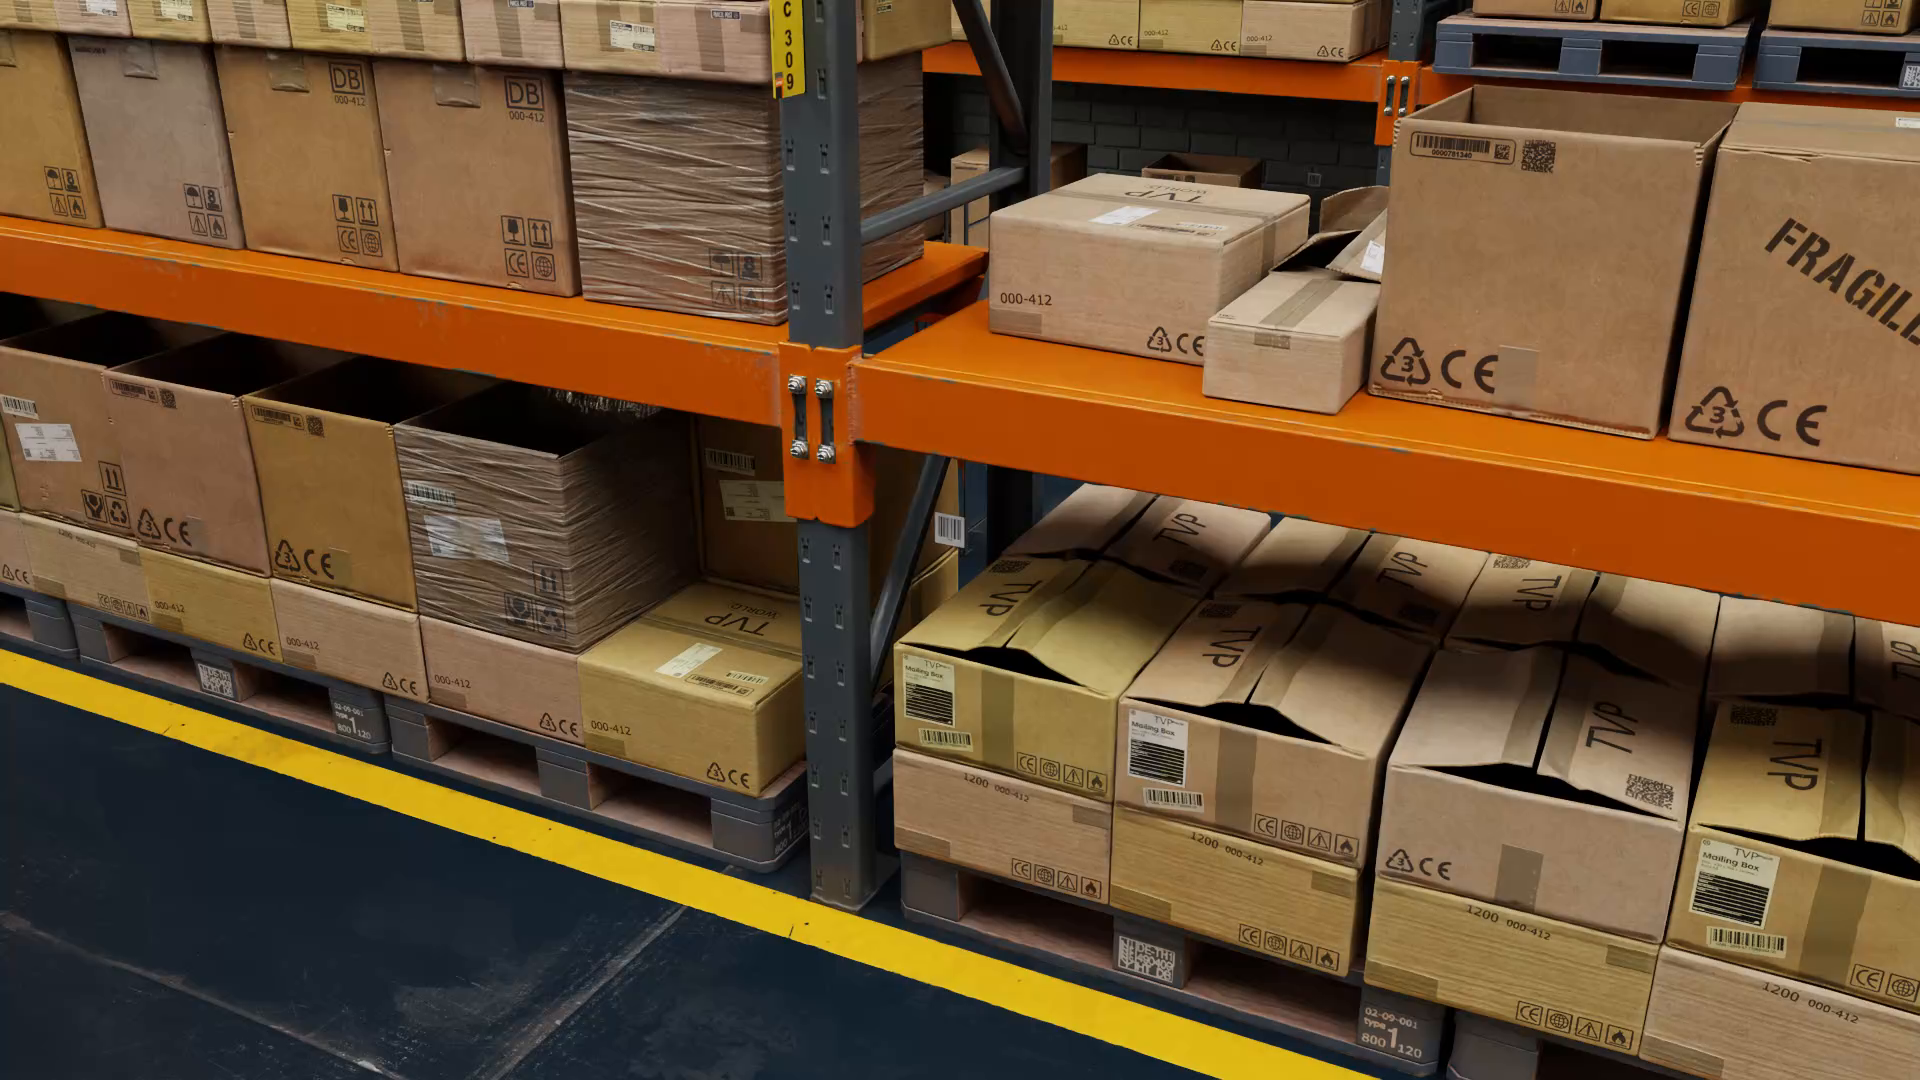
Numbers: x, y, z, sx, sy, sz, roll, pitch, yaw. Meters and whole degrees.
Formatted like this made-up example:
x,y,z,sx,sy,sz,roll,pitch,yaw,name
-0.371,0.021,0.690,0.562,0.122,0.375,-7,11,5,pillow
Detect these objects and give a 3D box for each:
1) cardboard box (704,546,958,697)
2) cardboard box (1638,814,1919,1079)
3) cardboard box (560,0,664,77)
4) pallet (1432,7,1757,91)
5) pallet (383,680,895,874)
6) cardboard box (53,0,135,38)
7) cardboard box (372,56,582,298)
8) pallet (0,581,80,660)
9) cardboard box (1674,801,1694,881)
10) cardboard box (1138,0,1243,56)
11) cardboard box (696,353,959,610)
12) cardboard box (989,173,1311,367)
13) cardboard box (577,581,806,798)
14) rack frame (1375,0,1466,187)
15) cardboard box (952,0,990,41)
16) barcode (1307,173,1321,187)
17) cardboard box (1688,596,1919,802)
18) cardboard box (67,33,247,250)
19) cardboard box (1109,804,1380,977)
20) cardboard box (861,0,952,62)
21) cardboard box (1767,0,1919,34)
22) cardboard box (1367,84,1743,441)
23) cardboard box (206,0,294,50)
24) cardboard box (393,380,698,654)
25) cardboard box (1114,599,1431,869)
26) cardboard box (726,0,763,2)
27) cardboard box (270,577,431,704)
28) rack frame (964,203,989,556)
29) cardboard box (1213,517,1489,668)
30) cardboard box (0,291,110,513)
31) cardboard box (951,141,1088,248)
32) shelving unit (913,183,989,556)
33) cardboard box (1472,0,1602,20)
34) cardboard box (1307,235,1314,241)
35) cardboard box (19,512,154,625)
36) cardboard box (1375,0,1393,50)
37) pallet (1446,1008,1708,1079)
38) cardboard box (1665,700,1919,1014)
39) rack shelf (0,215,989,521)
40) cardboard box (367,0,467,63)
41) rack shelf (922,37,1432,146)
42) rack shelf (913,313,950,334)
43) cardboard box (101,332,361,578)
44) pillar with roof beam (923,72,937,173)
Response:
x,y,z,sx,sy,sz,roll,pitch,yaw,name
-0.338,0.167,4.500,0.500,0.250,0.500,11,25,25,cardboard box
1.560,0.784,3.050,0.500,0.250,0.500,12,26,26,cardboard box
-0.620,-1.079,3.498,0.250,0.149,0.380,11,25,23,cardboard box
2.787,-2.174,7.273,1.213,0.211,1.003,11,25,25,pallet
-0.752,0.411,4.513,1.213,0.211,1.003,11,25,25,pallet
-2.006,-1.352,4.139,0.250,0.149,0.380,11,26,25,cardboard box
-0.933,-0.930,3.976,0.500,0.500,0.700,11,25,24,cardboard box
-2.929,-0.020,5.526,1.213,0.211,1.003,11,25,25,pallet
1.801,0.598,3.489,0.500,0.250,0.500,12,26,26,cardboard box
1.170,-2.456,7.859,0.500,0.250,0.500,11,26,25,cardboard box
-0.334,-0.181,4.362,0.500,0.500,0.500,11,25,25,cardboard box
0.398,-0.576,3.464,0.500,0.250,0.500,13,26,28,cardboard box
-0.573,0.350,4.072,0.500,0.250,0.500,11,25,25,cardboard box
2.171,-2.448,7.673,0.127,3.000,1.000,11,25,25,rack frame
0.265,-2.628,8.263,0.500,0.250,0.500,11,26,25,cardboard box
1.797,-1.826,8.434,0.075,0.075,0.001,11,25,25,barcode
1.788,0.337,3.385,0.500,0.311,0.500,11,25,24,cardboard box
-1.837,-1.110,4.399,0.500,0.500,0.700,12,26,26,cardboard box
0.643,0.604,3.475,0.500,0.250,0.500,12,26,26,cardboard box
-0.213,-1.177,3.727,0.250,0.149,0.380,11,25,24,cardboard box
3.707,-2.388,6.842,0.500,0.500,0.700,15,27,32,cardboard box
1.087,-0.529,3.032,0.500,0.500,0.500,13,26,28,cardboard box
-1.533,-1.259,3.922,0.250,0.149,0.380,12,26,26,cardboard box
-1.014,-0.088,4.142,0.500,0.500,0.500,11,25,25,cardboard box
0.640,0.347,3.361,0.500,0.311,0.500,11,25,24,cardboard box
-0.460,-1.436,3.508,0.500,0.500,0.700,11,26,25,cardboard box
-1.468,0.175,4.483,0.500,0.250,0.500,11,25,25,cardboard box
0.069,-0.539,5.483,0.006,1.200,0.240,11,25,25,rack frame
0.897,0.158,3.805,0.500,0.311,0.500,12,26,26,cardboard box
-2.805,-0.436,4.961,0.500,0.500,0.500,11,25,25,cardboard box
0.319,-1.805,8.793,0.500,0.500,0.700,10,25,21,cardboard box
-0.013,-0.555,5.521,0.189,1.200,0.258,11,25,25,shelving unit
2.610,-2.594,7.328,0.500,0.500,0.700,11,26,25,cardboard box
1.680,-1.430,8.338,0.250,0.166,0.380,8,24,18,cardboard box
-2.359,-0.003,4.902,0.500,0.250,0.500,11,25,25,cardboard box
1.848,-2.546,8.069,0.500,0.250,0.500,11,26,25,cardboard box
1.707,0.898,3.369,1.213,0.211,1.003,11,25,25,pallet
1.568,0.528,2.936,0.500,0.311,0.500,12,26,26,cardboard box
-1.846,-0.739,4.574,4.000,0.370,1.077,11,25,25,rack shelf
-1.090,-1.170,3.713,0.250,0.149,0.380,11,25,24,cardboard box
0.386,-2.470,8.644,4.000,0.370,1.077,11,25,25,rack shelf
-0.013,-0.735,5.445,0.180,0.103,0.258,11,25,25,rack shelf
-1.915,-0.258,4.543,0.500,0.500,0.500,11,25,25,cardboard box
-2.326,-4.590,5.044,0.400,9.000,9.100,11,25,25,pillar with roof beam
